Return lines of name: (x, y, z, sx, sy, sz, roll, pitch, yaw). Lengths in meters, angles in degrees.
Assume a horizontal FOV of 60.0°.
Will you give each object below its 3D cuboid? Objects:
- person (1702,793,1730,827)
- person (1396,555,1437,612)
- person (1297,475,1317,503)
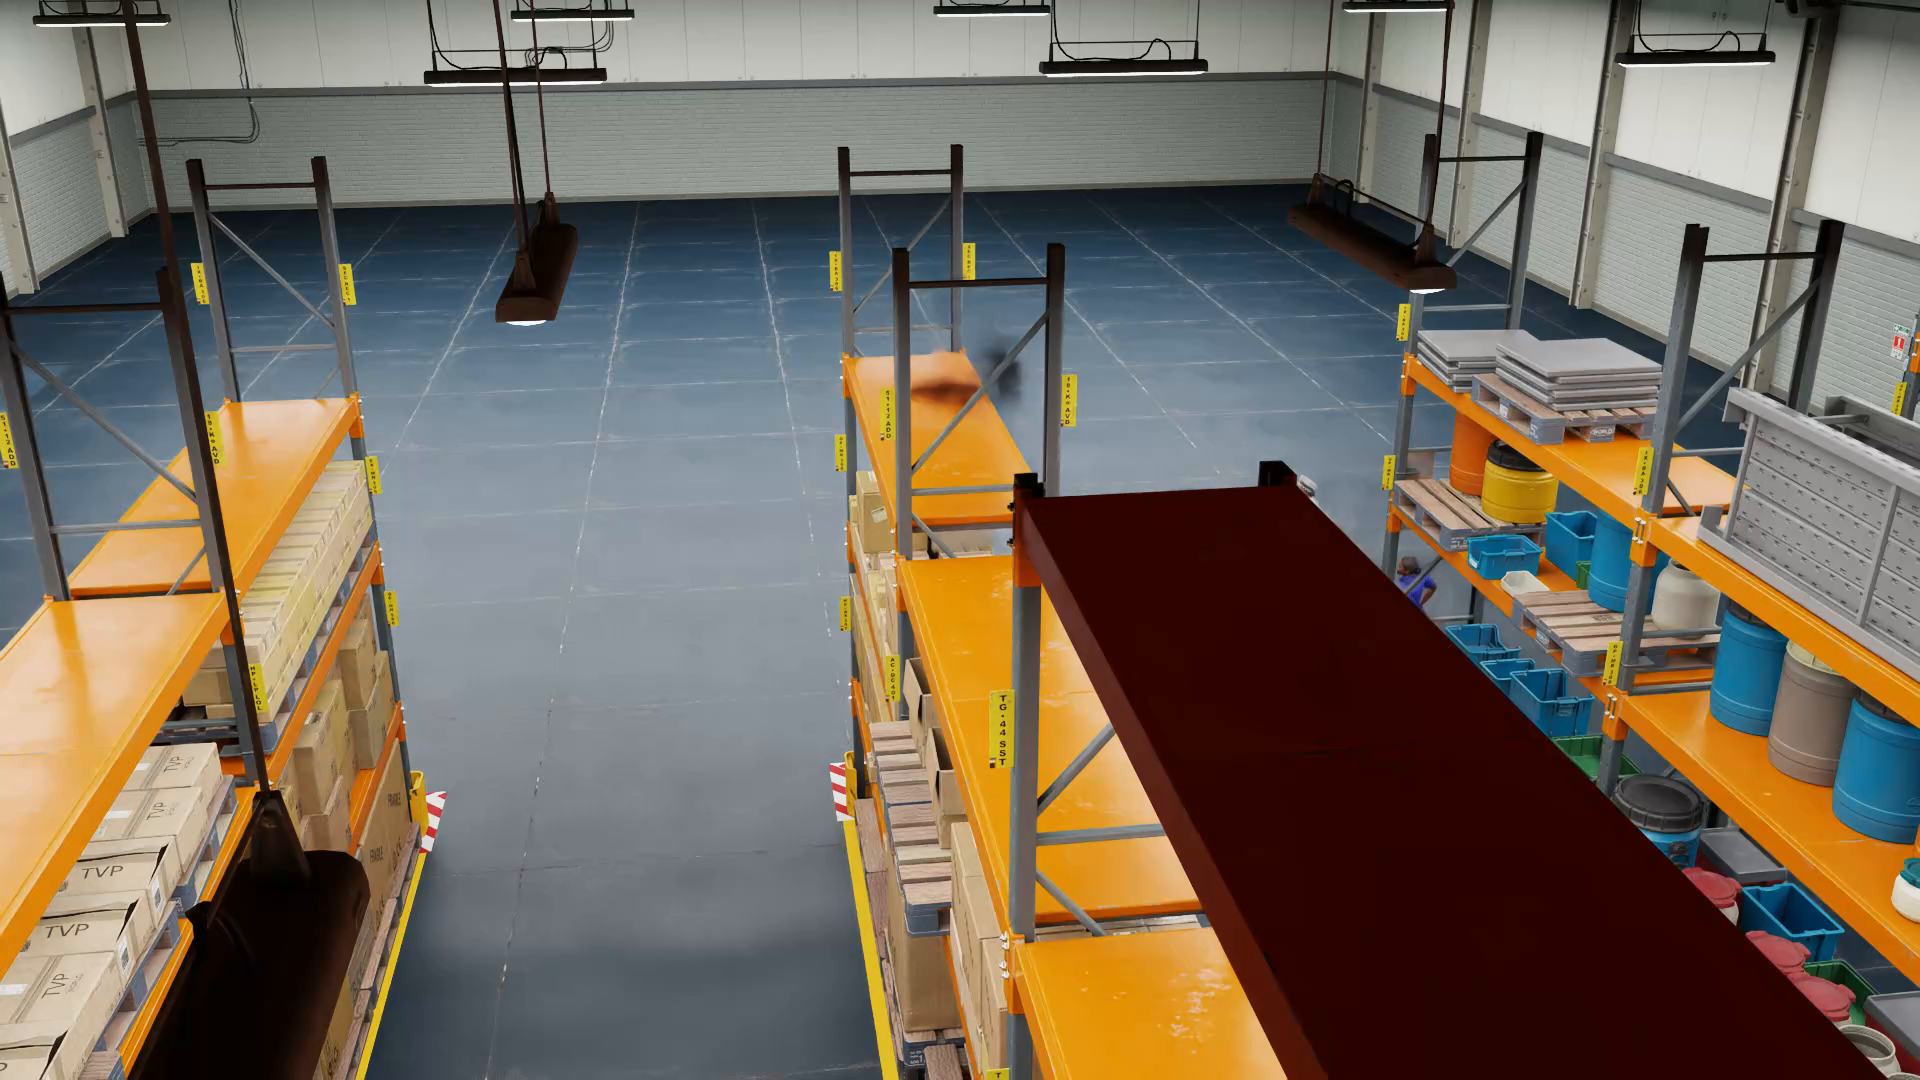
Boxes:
person: (6.430, 2.095, 13.945, 0.655, 1.836, 0.718, -3, 22, -9)
person: (4.674, 0.887, 17.292, 0.629, 1.649, 0.679, 10, 24, 24)
person: (3.983, 0.043, 19.326, 0.593, 1.664, 0.583, 6, 22, 15)
